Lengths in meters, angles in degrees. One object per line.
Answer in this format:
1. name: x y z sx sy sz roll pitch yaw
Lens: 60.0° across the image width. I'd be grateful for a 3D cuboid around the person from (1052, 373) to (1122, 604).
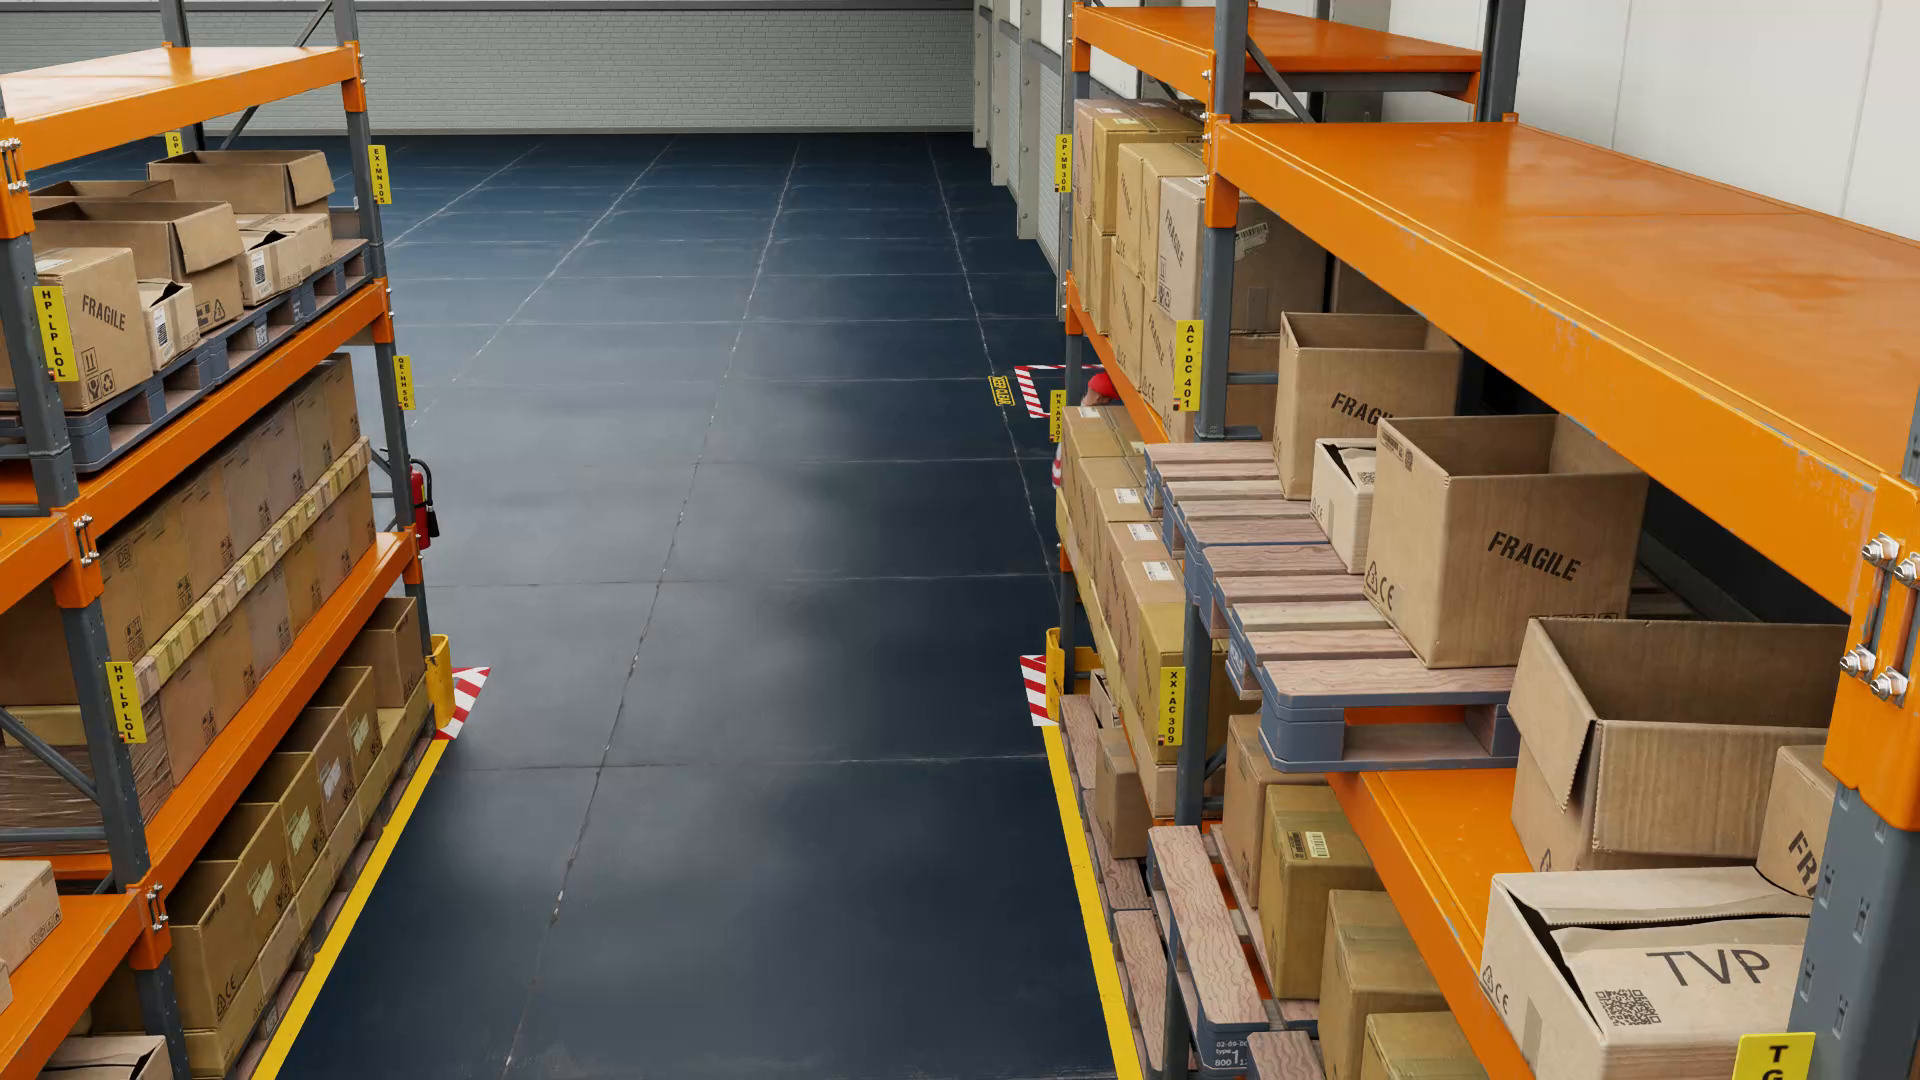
1. person: 0.925 -0.392 12.222 0.496 1.712 0.551 -1 20 -2
